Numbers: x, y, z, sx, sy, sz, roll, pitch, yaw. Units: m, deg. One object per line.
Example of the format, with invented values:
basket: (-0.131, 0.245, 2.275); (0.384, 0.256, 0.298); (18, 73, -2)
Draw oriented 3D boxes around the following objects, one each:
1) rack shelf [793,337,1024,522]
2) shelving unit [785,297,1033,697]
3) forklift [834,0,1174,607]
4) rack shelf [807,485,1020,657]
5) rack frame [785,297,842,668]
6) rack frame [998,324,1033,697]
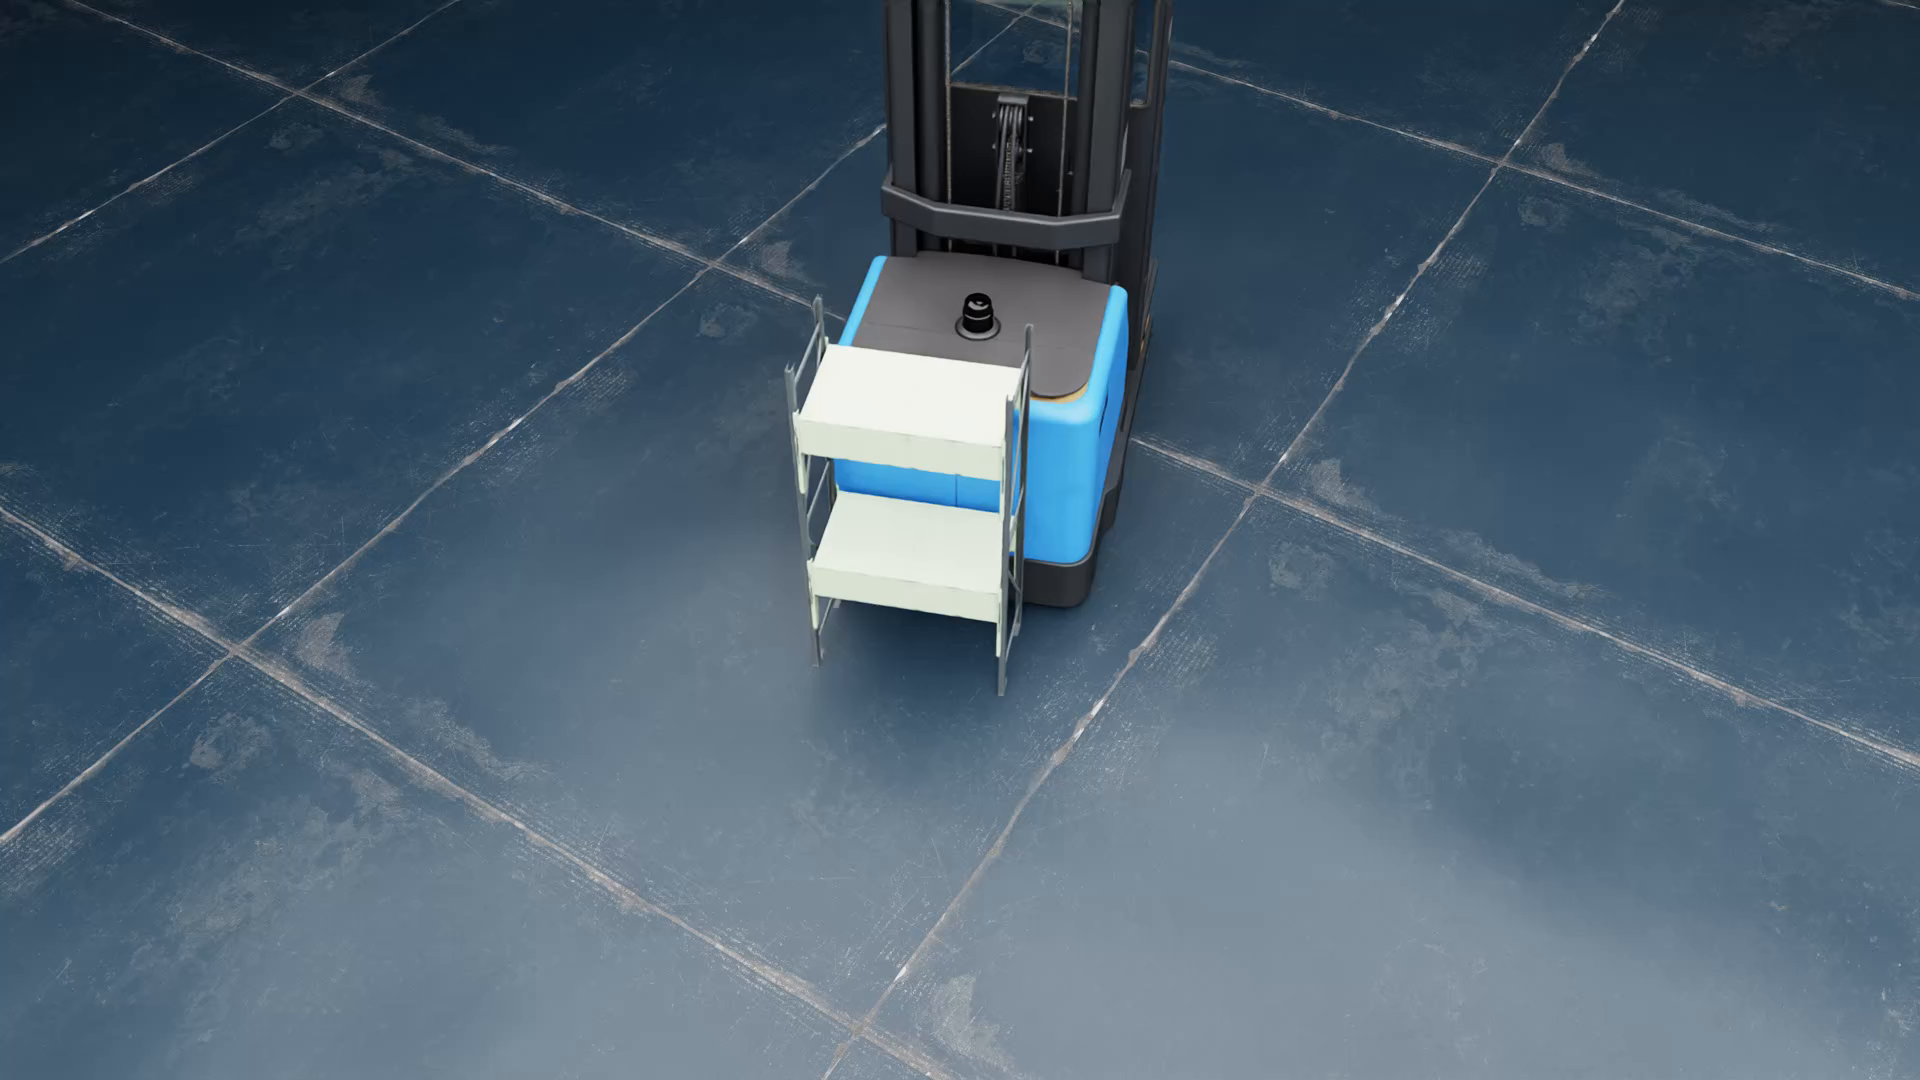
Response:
rack shelf: (-0.163, -0.386, 5.757); (0.720, 0.370, 0.431); (8, 46, 8)
shelving unit: (-0.163, -0.114, 6.037); (0.755, 1.500, 0.431); (8, 46, 8)
forklift: (0.299, -1.829, 6.705); (1.130, 2.935, 3.031); (9, 46, 8)
rack shelf: (-0.163, 0.113, 6.271); (0.720, 0.370, 0.431); (8, 46, 8)
rack frame: (-0.522, -0.166, 6.088); (0.023, 1.500, 0.400); (8, 46, 8)
rack frame: (0.196, -0.062, 5.986); (0.023, 1.500, 0.400); (8, 46, 8)
